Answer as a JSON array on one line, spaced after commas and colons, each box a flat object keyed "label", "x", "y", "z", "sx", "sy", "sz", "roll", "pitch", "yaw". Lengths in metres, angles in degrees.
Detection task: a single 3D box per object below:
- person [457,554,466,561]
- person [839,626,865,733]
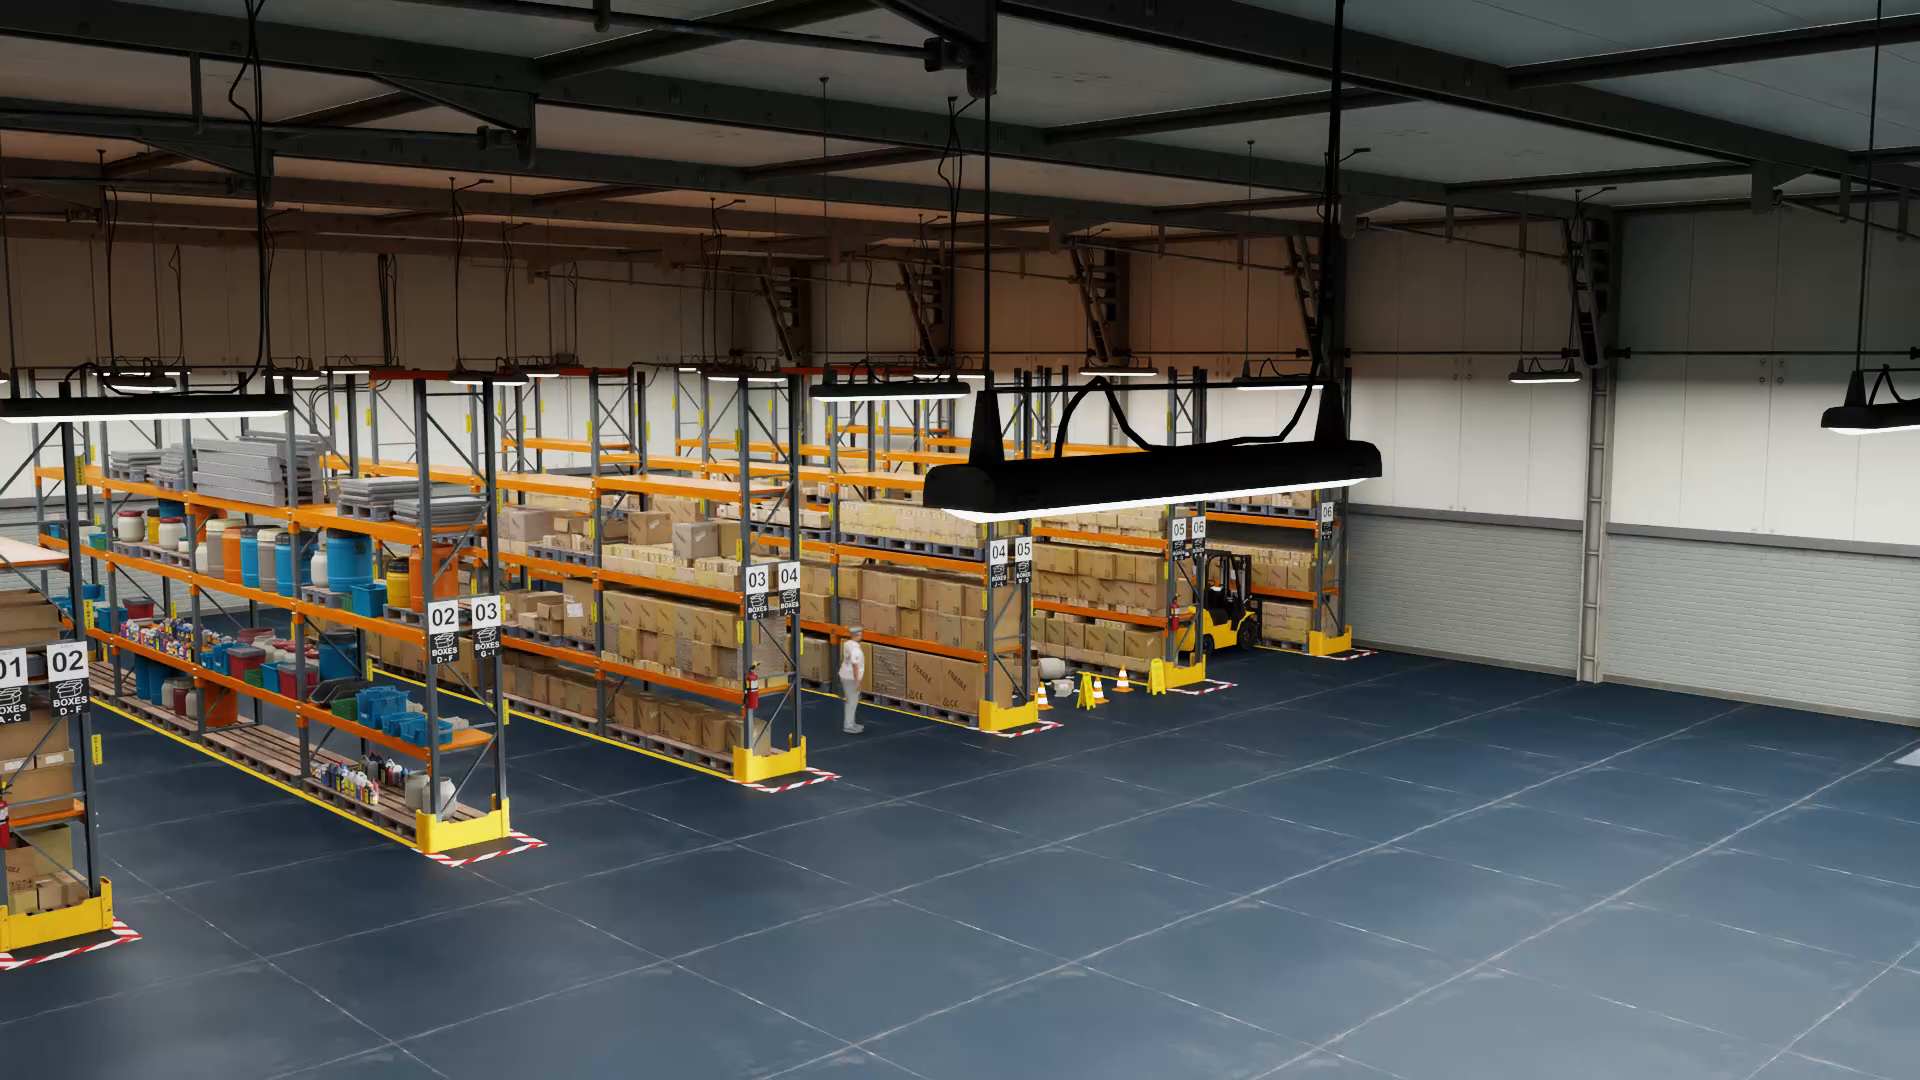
[{"label": "person", "x": -11.674, "y": 1.092, "z": 38.646, "sx": 0.383, "sy": 1.806, "sz": 0.716, "roll": 2, "pitch": 7, "yaw": 14}, {"label": "person", "x": -1.803, "y": 2.330, "z": 27.782, "sx": 0.411, "sy": 1.770, "sz": 0.562, "roll": -2, "pitch": 7, "yaw": -19}]
